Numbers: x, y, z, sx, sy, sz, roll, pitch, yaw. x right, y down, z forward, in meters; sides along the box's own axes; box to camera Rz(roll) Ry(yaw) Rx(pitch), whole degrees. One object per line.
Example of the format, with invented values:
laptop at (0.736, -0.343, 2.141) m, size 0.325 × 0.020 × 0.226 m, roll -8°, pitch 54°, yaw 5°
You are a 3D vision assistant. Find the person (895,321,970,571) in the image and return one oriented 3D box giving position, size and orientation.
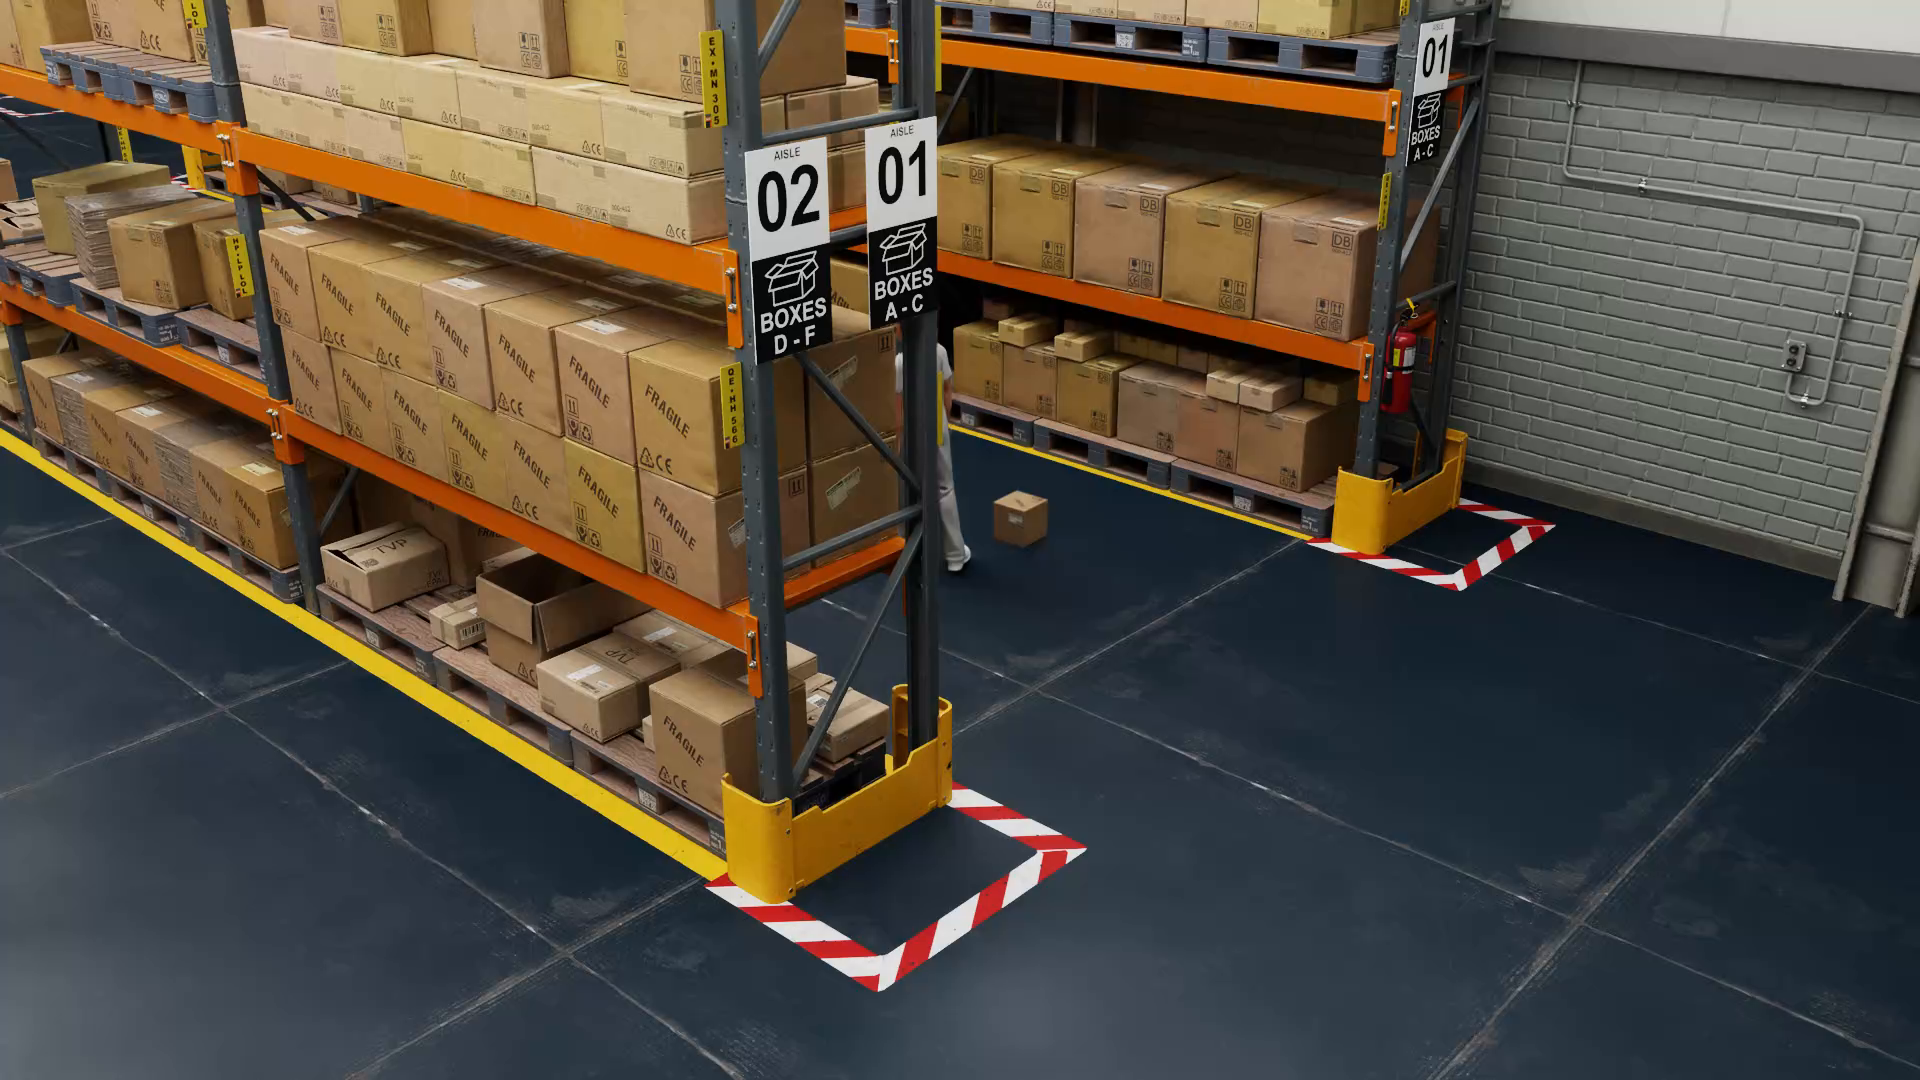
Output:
person at (-0.201, -0.615, 9.996) m, size 0.500 × 1.664 × 0.558 m, roll -17°, pitch 29°, yaw -33°
